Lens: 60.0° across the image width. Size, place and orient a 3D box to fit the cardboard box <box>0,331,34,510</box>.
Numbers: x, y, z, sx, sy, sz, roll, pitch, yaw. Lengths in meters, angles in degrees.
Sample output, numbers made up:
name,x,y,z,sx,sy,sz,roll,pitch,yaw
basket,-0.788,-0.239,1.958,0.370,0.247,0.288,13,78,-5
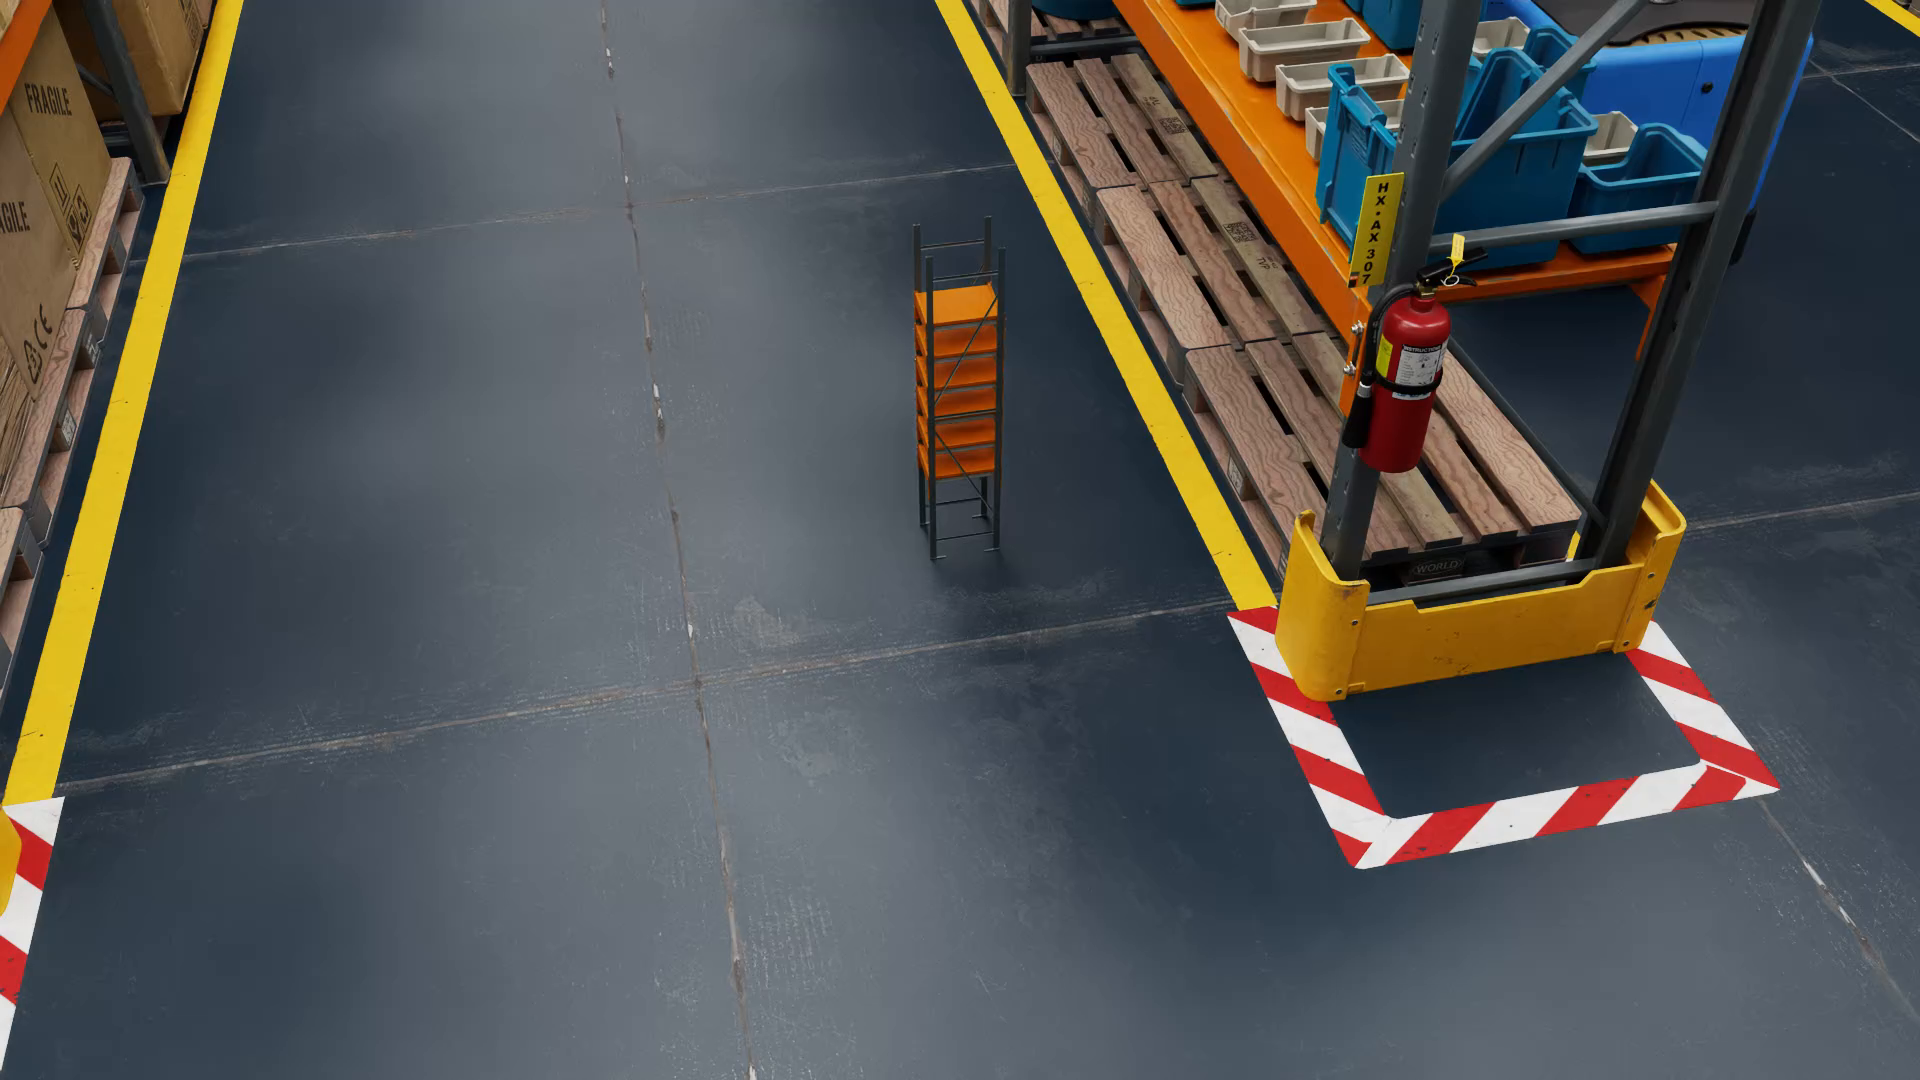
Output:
name,x,y,z,sx,sy,sz,roll,pitch,yaw
cardboard box,-3.652,-0.463,5.296,0.875,0.875,0.875,-8,42,-9

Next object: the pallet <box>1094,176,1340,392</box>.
name,x,y,z,sx,sy,sz,roll,pitch,yaw
pallet,1.197,-1.103,6.834,1.003,0.211,1.213,-8,42,-9

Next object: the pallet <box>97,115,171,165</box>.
name,x,y,z,sx,sy,sz,roll,pitch,yaw
pallet,-4.343,-2.147,8.009,1.003,0.211,1.213,-8,42,-9

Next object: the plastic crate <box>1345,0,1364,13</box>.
name,x,y,z,sx,sy,sz,roll,pitch,yaw
plastic crate,1.516,-2.032,5.861,0.416,0.233,0.300,-8,42,-9

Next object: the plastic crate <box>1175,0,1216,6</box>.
name,x,y,z,sx,sy,sz,roll,pitch,yaw
plastic crate,0.903,-2.071,5.905,0.416,0.233,0.300,-8,42,-9

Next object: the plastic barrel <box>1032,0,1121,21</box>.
name,x,y,z,sx,sy,sz,roll,pitch,yaw
plastic barrel,0.632,-3.137,8.289,0.600,0.901,0.708,-8,42,-9

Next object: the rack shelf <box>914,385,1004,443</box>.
name,x,y,z,sx,sy,sz,roll,pitch,yaw
rack shelf,-0.003,-0.425,5.392,0.258,0.103,0.180,-8,42,-9

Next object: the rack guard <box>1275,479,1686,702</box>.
name,x,y,z,sx,sy,sz,roll,pitch,yaw
rack guard,1.614,0.132,5.225,1.175,0.500,0.348,-8,42,-9

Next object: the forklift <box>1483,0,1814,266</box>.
name,x,y,z,sx,sy,sz,roll,pitch,yaw
forklift,2.481,-3.112,7.048,1.130,2.935,3.031,-8,42,-9

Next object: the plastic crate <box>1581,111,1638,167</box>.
name,x,y,z,sx,sy,sz,roll,pitch,yaw
plastic crate,1.876,-1.168,4.959,0.250,0.136,0.298,-8,42,-9

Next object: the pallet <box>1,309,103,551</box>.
name,x,y,z,sx,sy,sz,roll,pitch,yaw
pallet,-3.749,-0.361,5.997,1.003,0.211,1.213,-8,42,-9

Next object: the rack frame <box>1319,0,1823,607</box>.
name,x,y,z,sx,sy,sz,roll,pitch,yaw
rack frame,1.597,-0.817,4.411,1.000,3.000,0.127,-8,42,-9

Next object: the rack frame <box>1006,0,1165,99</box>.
name,x,y,z,sx,sy,sz,roll,pitch,yaw
rack frame,0.733,-3.410,7.332,1.000,3.000,0.127,-8,42,-9

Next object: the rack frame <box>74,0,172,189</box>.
name,x,y,z,sx,sy,sz,roll,pitch,yaw
rack frame,-4.103,-2.700,6.532,1.000,3.000,0.127,-8,42,-9

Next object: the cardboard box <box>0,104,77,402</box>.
name,x,y,z,sx,sy,sz,roll,pitch,yaw
cardboard box,-3.844,-1.040,5.946,0.875,0.875,0.875,-8,42,-9

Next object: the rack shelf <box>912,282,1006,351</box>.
name,x,y,z,sx,sy,sz,roll,pitch,yaw
rack shelf,-0.003,-0.694,5.153,0.258,0.103,0.180,-8,42,-9

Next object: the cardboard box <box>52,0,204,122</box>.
name,x,y,z,sx,sy,sz,roll,pitch,yaw
cardboard box,-4.261,-2.475,7.562,1.225,0.875,0.875,-8,42,-9

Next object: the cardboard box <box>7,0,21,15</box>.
name,x,y,z,sx,sy,sz,roll,pitch,yaw
cardboard box,-3.551,-1.955,5.883,0.380,0.149,0.250,-8,42,-8

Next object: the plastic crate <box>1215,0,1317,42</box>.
name,x,y,z,sx,sy,sz,roll,pitch,yaw
plastic crate,1.029,-1.800,5.671,0.298,0.136,0.250,-8,42,-9

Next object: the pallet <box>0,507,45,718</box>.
name,x,y,z,sx,sy,sz,roll,pitch,yaw
pallet,-3.489,0.429,5.108,1.003,0.211,1.213,-8,42,-9

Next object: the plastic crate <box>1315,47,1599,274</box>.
name,x,y,z,sx,sy,sz,roll,pitch,yaw
plastic crate,1.342,-1.043,4.594,0.616,0.435,0.499,-8,42,-9

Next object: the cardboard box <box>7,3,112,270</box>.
name,x,y,z,sx,sy,sz,roll,pitch,yaw
cardboard box,-4.039,-1.623,6.603,0.875,0.875,0.875,-8,42,-9

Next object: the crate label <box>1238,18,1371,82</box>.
name,x,y,z,sx,sy,sz,roll,pitch,yaw
crate label,1.111,-1.610,5.458,0.396,0.136,0.243,-8,42,-9

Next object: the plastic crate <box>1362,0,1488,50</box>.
name,x,y,z,sx,sy,sz,roll,pitch,yaw
plastic crate,1.580,-1.837,5.641,0.416,0.233,0.300,-8,42,-9

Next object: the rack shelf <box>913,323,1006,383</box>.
name,x,y,z,sx,sy,sz,roll,pitch,yaw
rack shelf,-0.003,-0.604,5.232,0.258,0.103,0.180,-8,42,-9

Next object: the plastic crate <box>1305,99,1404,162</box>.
name,x,y,z,sx,sy,sz,roll,pitch,yaw
plastic crate,1.244,-1.243,5.045,0.396,0.136,0.243,-8,42,-9

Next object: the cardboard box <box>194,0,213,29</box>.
name,x,y,z,sx,sy,sz,roll,pitch,yaw
cardboard box,-4.454,-3.054,8.215,1.225,0.875,0.875,-10,43,-11

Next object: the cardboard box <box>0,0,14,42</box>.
name,x,y,z,sx,sy,sz,roll,pitch,yaw
cardboard box,-3.495,-1.788,5.694,0.380,0.149,0.250,-8,42,-8

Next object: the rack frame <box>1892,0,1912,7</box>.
name,x,y,z,sx,sy,sz,roll,pitch,yaw
rack frame,5.571,-4.117,8.129,1.000,3.000,0.127,-8,42,-9

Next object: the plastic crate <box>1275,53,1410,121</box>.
name,x,y,z,sx,sy,sz,roll,pitch,yaw
plastic crate,1.195,-1.433,5.259,0.396,0.136,0.243,-8,42,-9

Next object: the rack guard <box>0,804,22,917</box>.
name,x,y,z,sx,sy,sz,roll,pitch,yaw
rack guard,-3.235,0.843,4.424,1.175,0.500,0.348,-8,42,-9

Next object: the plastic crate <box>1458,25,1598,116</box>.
name,x,y,z,sx,sy,sz,roll,pitch,yaw
plastic crate,1.723,-1.411,5.161,0.416,0.233,0.300,-8,42,-9

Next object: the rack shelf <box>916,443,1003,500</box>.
name,x,y,z,sx,sy,sz,roll,pitch,yaw
rack shelf,-0.003,-0.245,5.551,0.258,0.103,0.180,-8,42,-9

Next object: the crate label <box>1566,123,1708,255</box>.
name,x,y,z,sx,sy,sz,roll,pitch,yaw
crate label,1.865,-0.984,4.680,0.416,0.233,0.303,-8,42,-9

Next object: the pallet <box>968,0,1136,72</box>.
name,x,y,z,sx,sy,sz,roll,pitch,yaw
pallet,0.607,-2.873,8.828,1.003,0.211,1.213,-8,42,-9

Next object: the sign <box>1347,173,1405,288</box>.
name,x,y,z,sx,sy,sz,roll,pitch,yaw
sign,1.063,-0.789,4.256,0.100,0.325,0.005,-8,42,-9

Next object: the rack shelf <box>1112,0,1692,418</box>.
name,x,y,z,sx,sy,sz,roll,pitch,yaw
rack shelf,1.165,-1.844,6.110,1.077,0.370,4.000,-8,42,-9

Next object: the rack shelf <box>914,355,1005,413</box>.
name,x,y,z,sx,sy,sz,roll,pitch,yaw
rack shelf,-0.003,-0.515,5.312,0.258,0.103,0.180,-8,42,-9

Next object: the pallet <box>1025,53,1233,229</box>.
name,x,y,z,sx,sy,sz,roll,pitch,yaw
pallet,0.930,-1.896,7.727,1.003,0.211,1.213,-8,42,-9

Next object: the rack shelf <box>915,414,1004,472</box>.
name,x,y,z,sx,sy,sz,roll,pitch,yaw
rack shelf,-0.003,-0.335,5.471,0.258,0.103,0.180,-8,42,-9

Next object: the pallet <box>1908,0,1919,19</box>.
name,x,y,z,sx,sy,sz,roll,pitch,yaw
pallet,5.718,-2.629,8.553,1.003,0.211,1.213,-8,42,-9

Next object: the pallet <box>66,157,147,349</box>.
name,x,y,z,sx,sy,sz,roll,pitch,yaw
pallet,-4.015,-1.153,6.890,1.003,0.211,1.213,-8,42,-9

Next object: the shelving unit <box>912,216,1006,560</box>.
name,x,y,z,sx,sy,sz,roll,pitch,yaw
shelving unit,-0.003,-0.458,5.362,0.258,1.200,0.189,-8,42,-9

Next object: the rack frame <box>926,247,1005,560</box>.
name,x,y,z,sx,sy,sz,roll,pitch,yaw
rack frame,0.017,-0.399,5.295,0.240,1.200,0.006,-8,42,-9

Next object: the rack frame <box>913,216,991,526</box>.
name,x,y,z,sx,sy,sz,roll,pitch,yaw
rack frame,-0.023,-0.517,5.429,0.240,1.200,0.006,-8,42,-9

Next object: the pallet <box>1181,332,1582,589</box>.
name,x,y,z,sx,sy,sz,roll,pitch,yaw
pallet,1.456,-0.314,5.945,1.003,0.211,1.213,-8,42,-9

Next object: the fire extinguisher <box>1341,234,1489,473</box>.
name,x,y,z,sx,sy,sz,roll,pitch,yaw
fire extinguisher,1.185,-0.486,4.377,0.296,0.674,0.183,-8,42,-9

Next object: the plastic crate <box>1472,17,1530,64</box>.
name,x,y,z,sx,sy,sz,roll,pitch,yaw
plastic crate,1.730,-1.607,5.455,0.250,0.136,0.298,-8,42,-9
